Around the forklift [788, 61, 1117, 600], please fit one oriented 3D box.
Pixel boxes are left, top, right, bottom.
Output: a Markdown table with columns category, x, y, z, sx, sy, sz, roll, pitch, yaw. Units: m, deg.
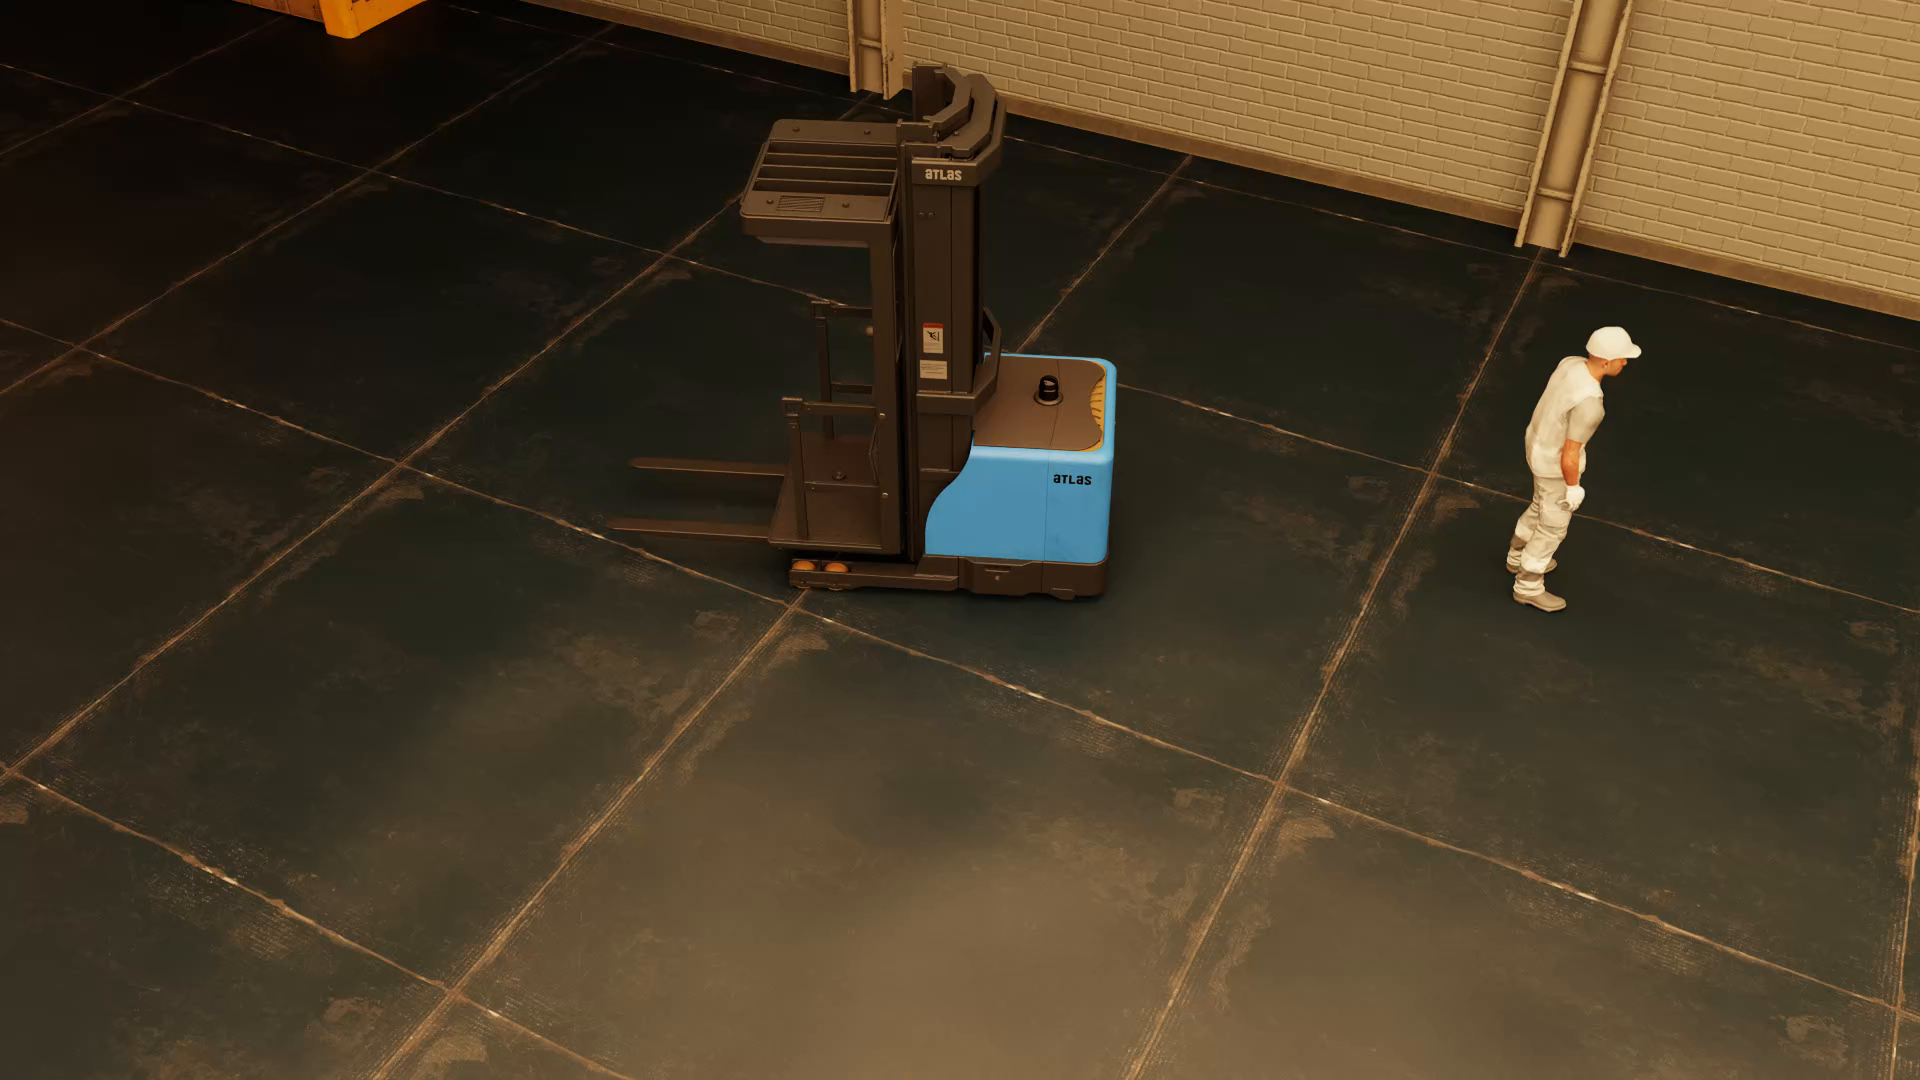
| category | x | y | z | sx | sy | sz | roll | pitch | yaw |
| --- | --- | --- | --- | --- | --- | --- | --- | --- | --- |
| forklift | -0.606 | -1.157 | 9.360 | 3.031 | 2.935 | 1.130 | 3 | 40 | 4 |

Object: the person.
| category | x | y | z | sx | sy | sz | roll | pitch | yaw |
| --- | --- | --- | --- | --- | --- | --- | --- | --- | --- |
| person | 3.416 | -0.453 | 9.377 | 0.454 | 1.721 | 0.609 | 5 | 40 | 6 |
